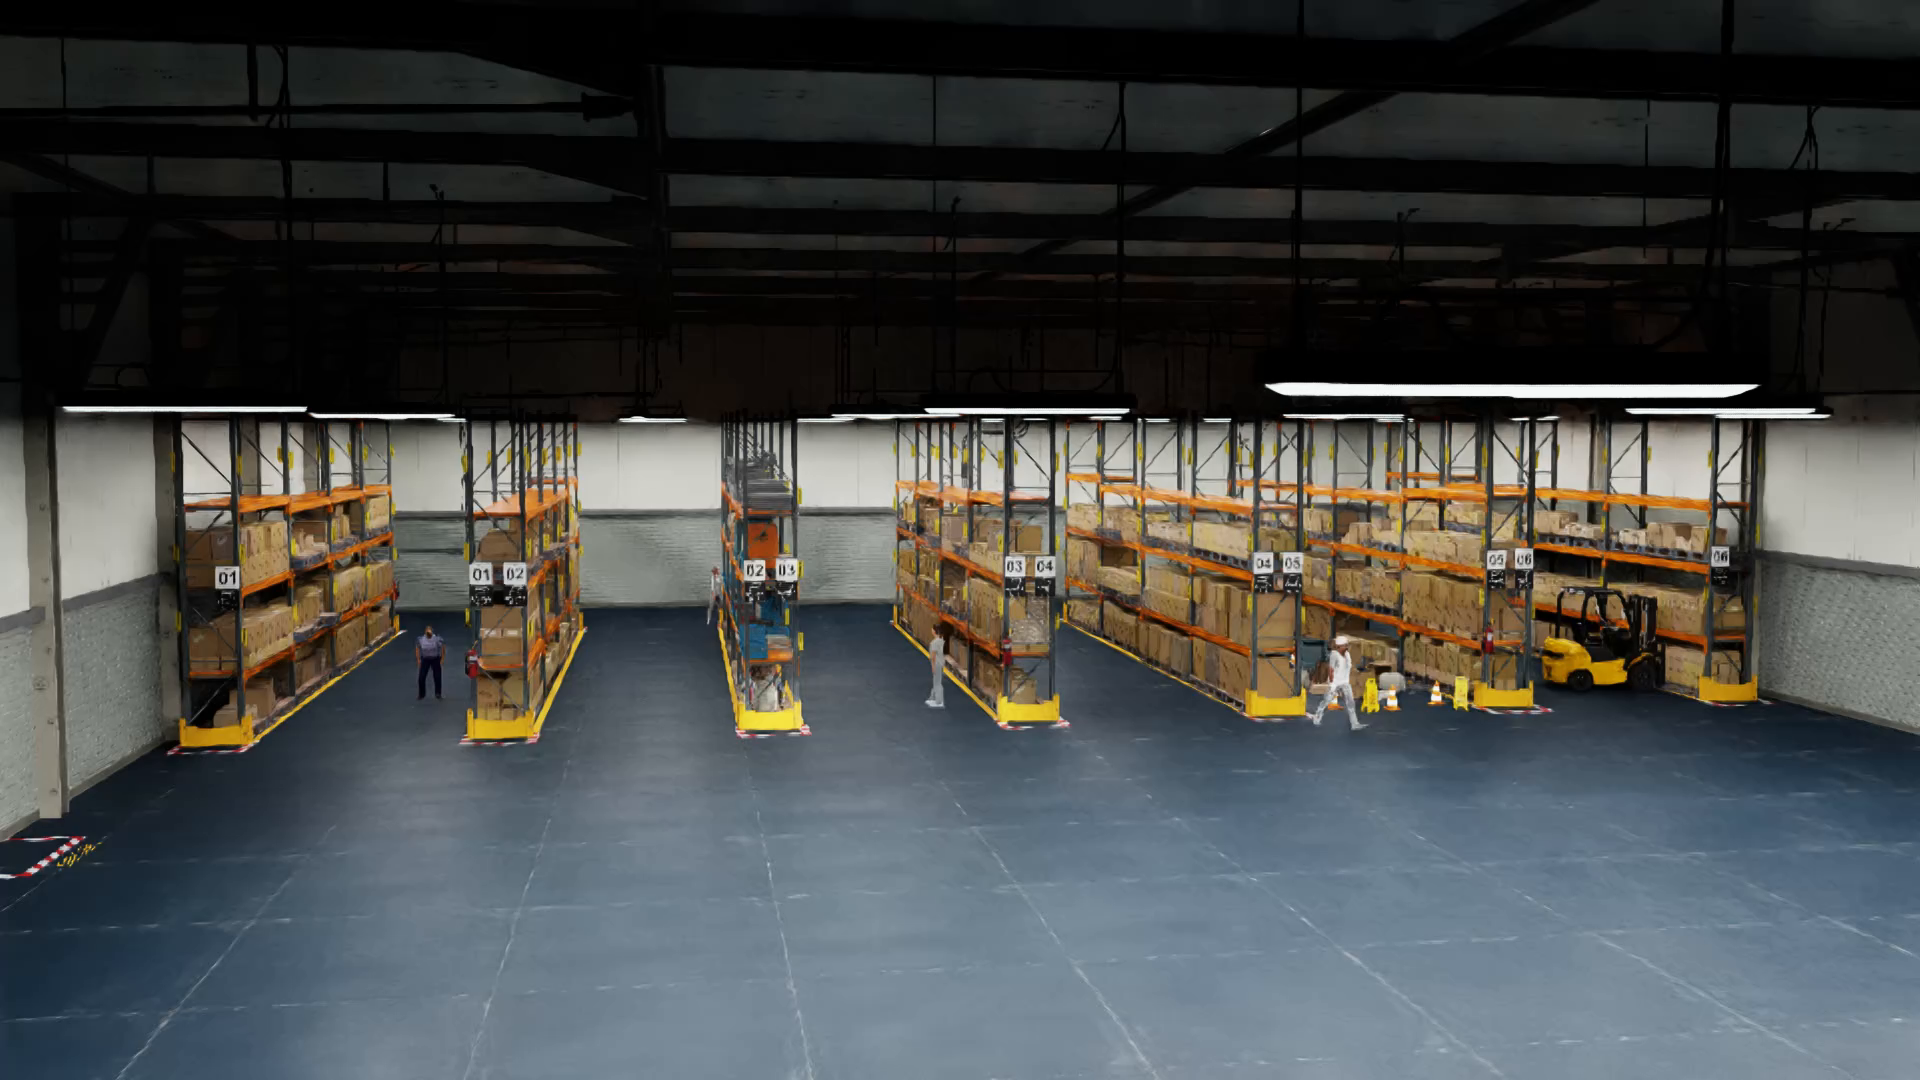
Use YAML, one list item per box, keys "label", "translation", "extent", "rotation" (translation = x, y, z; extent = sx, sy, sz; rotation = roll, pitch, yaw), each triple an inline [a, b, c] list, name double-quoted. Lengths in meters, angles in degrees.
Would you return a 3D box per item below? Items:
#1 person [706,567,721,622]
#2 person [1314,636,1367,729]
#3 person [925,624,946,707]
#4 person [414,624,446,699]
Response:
- label: "person"
  translation: [-7.058, 1.566, 48.042]
  extent: [0.482, 1.589, 0.623]
  rotation: [2, 4, 21]
- label: "person"
  translation: [7.104, 2.674, 31.181]
  extent: [0.590, 1.757, 0.947]
  rotation: [-3, 5, -36]
- label: "person"
  translation: [-0.506, 2.534, 33.671]
  extent: [0.477, 1.657, 0.487]
  rotation: [2, 4, 21]
- label: "person"
  translation: [-11.012, 2.523, 34.571]
  extent: [0.625, 1.596, 0.517]
  rotation: [-1, 4, -12]
